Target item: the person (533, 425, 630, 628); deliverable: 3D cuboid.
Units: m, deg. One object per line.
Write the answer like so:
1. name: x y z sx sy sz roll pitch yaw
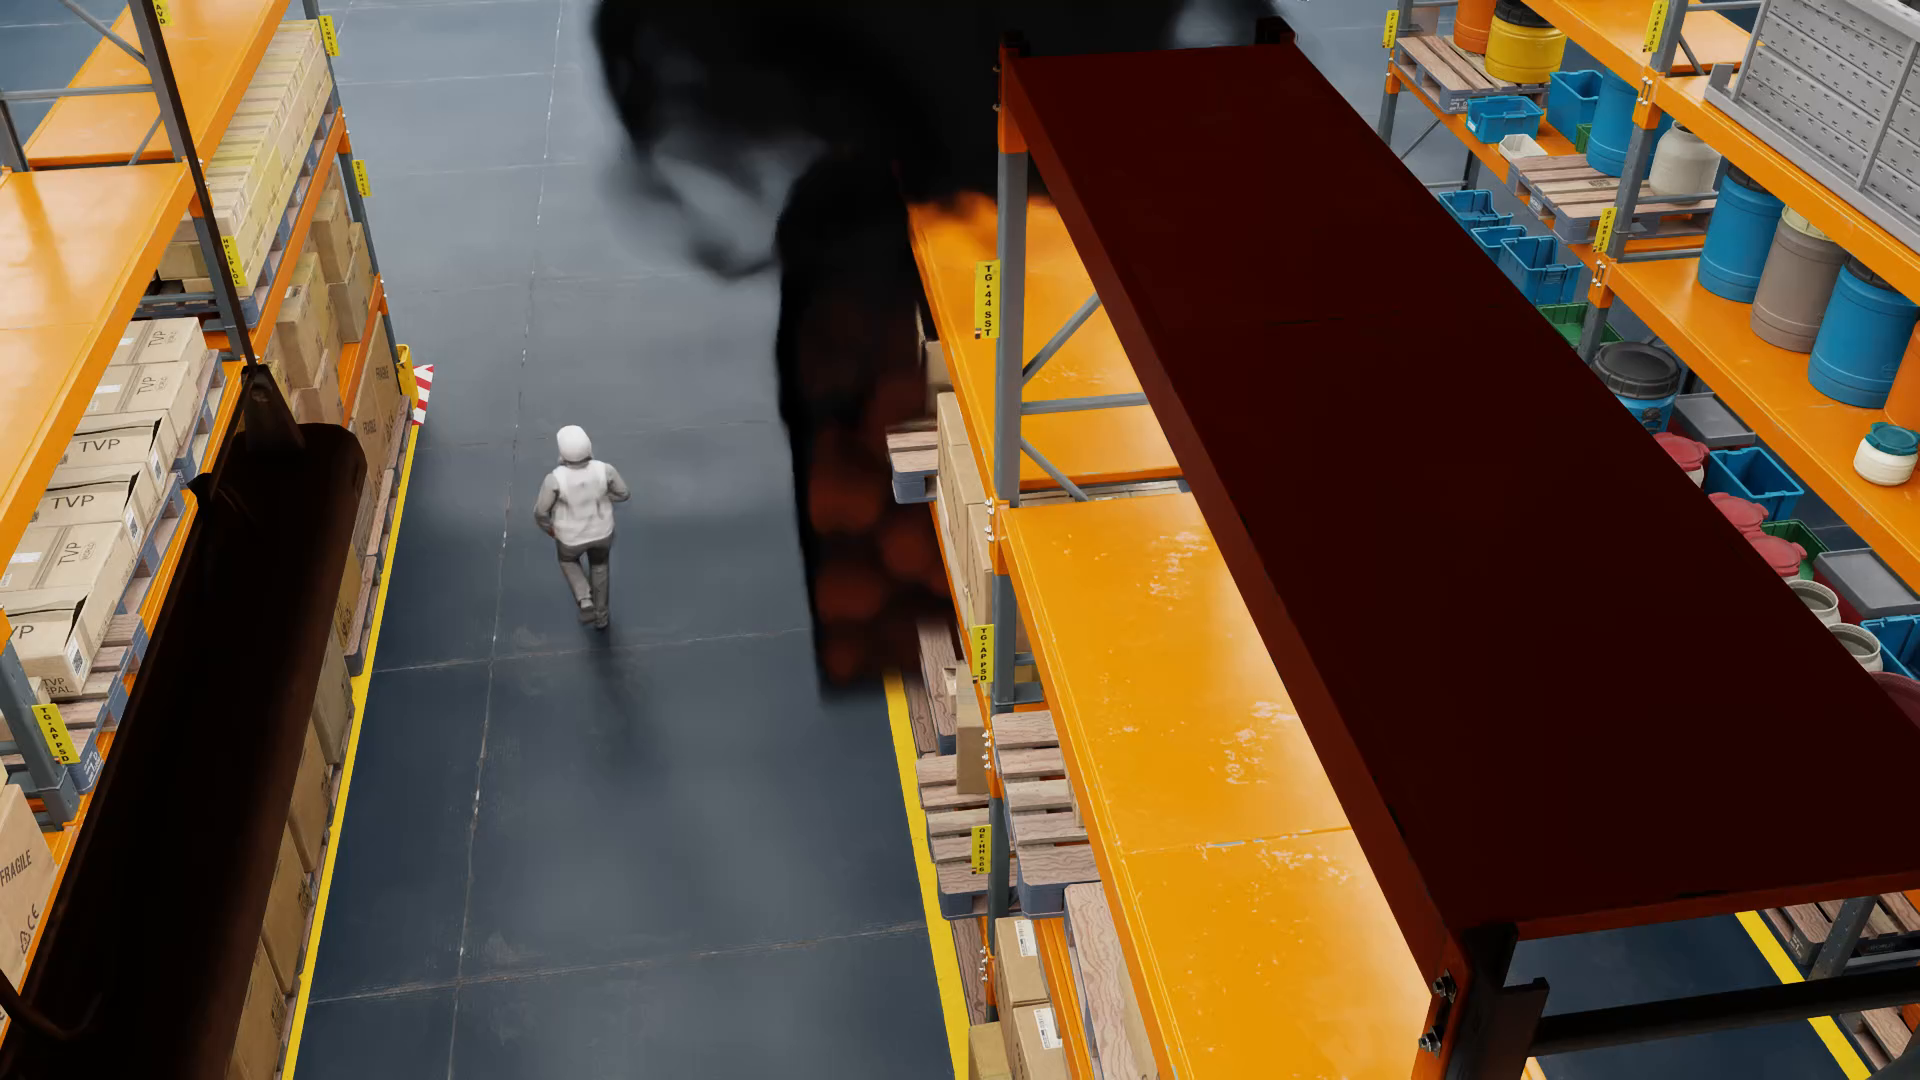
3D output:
1. person: -2.738 -0.088 12.122 0.711 1.732 0.558 -15 39 -20
